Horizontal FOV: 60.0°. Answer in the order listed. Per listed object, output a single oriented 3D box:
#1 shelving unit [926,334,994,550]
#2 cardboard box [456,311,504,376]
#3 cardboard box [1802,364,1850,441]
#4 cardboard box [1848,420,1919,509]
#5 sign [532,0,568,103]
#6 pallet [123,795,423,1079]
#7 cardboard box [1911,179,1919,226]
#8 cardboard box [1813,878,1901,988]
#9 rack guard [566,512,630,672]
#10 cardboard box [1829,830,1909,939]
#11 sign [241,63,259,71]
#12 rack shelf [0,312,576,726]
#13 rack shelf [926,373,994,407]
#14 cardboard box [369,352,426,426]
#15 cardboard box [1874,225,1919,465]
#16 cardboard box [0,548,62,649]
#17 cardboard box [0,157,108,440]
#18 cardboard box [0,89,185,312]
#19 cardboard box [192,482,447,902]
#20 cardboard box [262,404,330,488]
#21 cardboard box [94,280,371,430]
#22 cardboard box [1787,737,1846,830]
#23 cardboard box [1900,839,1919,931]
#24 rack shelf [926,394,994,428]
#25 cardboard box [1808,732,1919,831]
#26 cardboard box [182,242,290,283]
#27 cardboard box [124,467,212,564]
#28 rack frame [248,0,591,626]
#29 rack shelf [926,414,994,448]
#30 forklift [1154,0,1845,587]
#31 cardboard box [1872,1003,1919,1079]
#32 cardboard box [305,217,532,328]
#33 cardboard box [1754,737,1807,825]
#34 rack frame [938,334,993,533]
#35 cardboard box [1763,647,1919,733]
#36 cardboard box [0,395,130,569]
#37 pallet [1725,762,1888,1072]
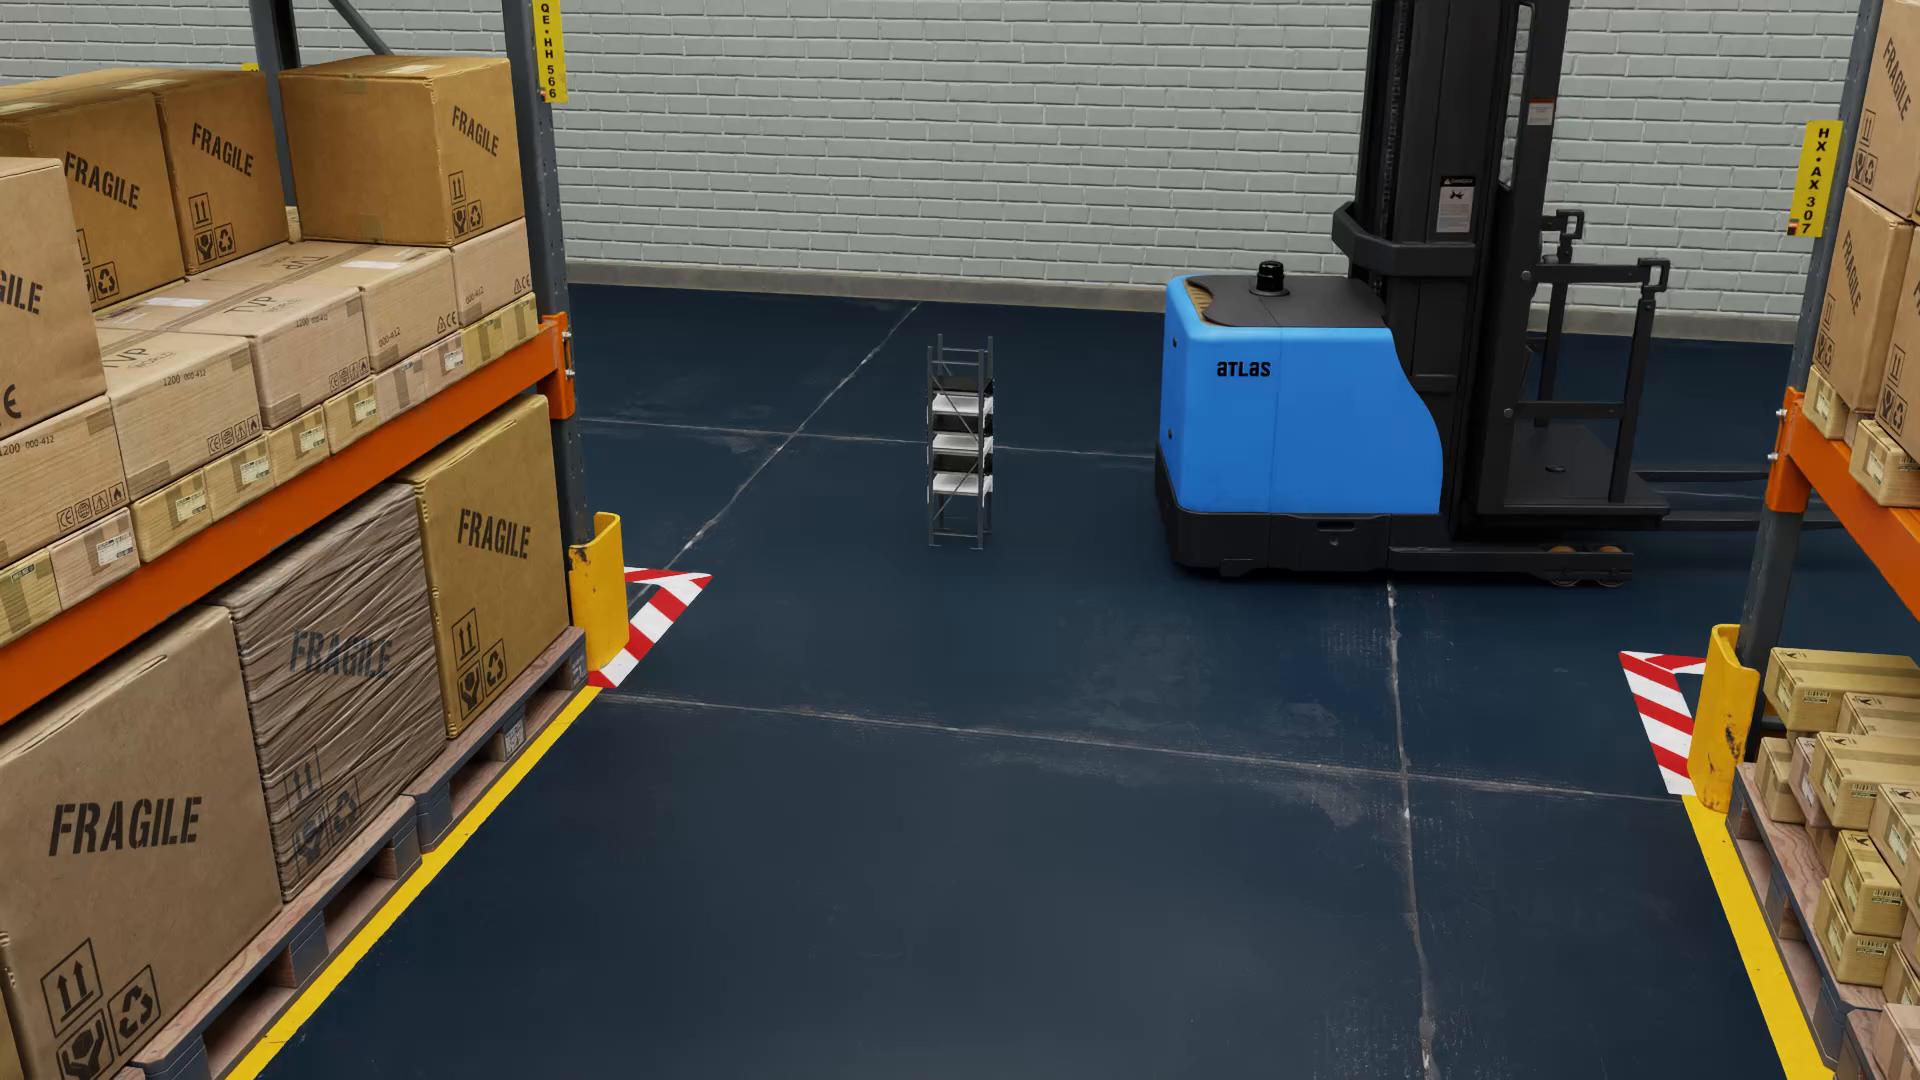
[{"bbox_3d":[0.002,-0.420,7.193,0.258,0.900,0.210,4,22,11],"label":"shelving unit"},{"bbox_3d":[-1.673,-0.631,5.240,0.380,0.149,0.250,5,22,11],"label":"cardboard box"},{"bbox_3d":[2.576,-0.373,4.600,0.380,0.149,0.250,4,22,10],"label":"cardboard box"},{"bbox_3d":[2.458,-0.182,4.127,0.380,0.149,0.250,4,22,9],"label":"cardboard box"},{"bbox_3d":[-1.343,-1.598,5.440,0.100,0.325,0.005,4,22,11],"label":"sign"},{"bbox_3d":[-2.209,1.039,4.491,1.003,0.211,1.213,4,22,11],"label":"pallet"},{"bbox_3d":[2.515,-0.902,3.707,0.500,0.500,0.500,5,22,12],"label":"cardboard box"},{"bbox_3d":[2.366,0.991,4.133,0.380,0.149,0.250,5,22,12],"label":"cardboard box"},{"bbox_3d":[-1.867,0.153,6.304,1.175,0.500,0.348,4,22,11],"label":"rack guard"},{"bbox_3d":[2.372,0.857,4.067,0.380,0.149,0.250,5,23,13],"label":"cardboard box"},{"bbox_3d":[-2.414,-1.480,5.750,0.100,0.325,0.005,4,22,11],"label":"sign"},{"bbox_3d":[-2.280,0.067,4.134,1.077,0.370,4.000,4,22,11],"label":"rack shelf"},{"bbox_3d":[0.002,-0.640,7.104,0.258,0.077,0.200,4,22,11],"label":"rack shelf"},{"bbox_3d":[-1.778,-0.447,4.785,0.380,0.149,0.250,5,22,12],"label":"cardboard box"},{"bbox_3d":[2.517,-0.426,3.865,0.500,0.500,0.500,5,22,11],"label":"cardboard box"},{"bbox_3d":[-2.091,0.117,3.385,0.380,0.149,0.250,4,22,10],"label":"cardboard box"},{"bbox_3d":[-2.130,-0.477,3.321,0.500,0.500,0.500,4,22,9],"label":"cardboard box"},{"bbox_3d":[-2.436,-0.886,4.338,0.500,0.500,0.500,4,22,9],"label":"cardboard box"},{"bbox_3d":[-2.110,0.366,4.711,0.875,0.875,0.875,4,22,11],"label":"cardboard box"},{"bbox_3d":[-1.881,-0.257,4.313,0.380,0.149,0.250,5,22,11],"label":"cardboard box"},{"bbox_3d":[-1.918,-0.497,4.375,0.500,0.250,0.500,4,22,9],"label":"cardboard box"},{"bbox_3d":[2.494,0.675,4.518,0.380,0.149,0.250,4,22,11],"label":"cardboard box"},{"bbox_3d":[2.373,0.825,3.748,0.380,0.149,0.250,5,23,13],"label":"cardboard box"},{"bbox_3d":[0.002,-0.556,7.138,0.258,0.077,0.200,4,22,11],"label":"rack shelf"},{"bbox_3d":[2.409,0.627,4.239,0.380,0.149,0.250,4,22,11],"label":"cardboard box"},{"bbox_3d":[-2.333,-0.721,4.930,0.500,0.250,0.500,4,22,10],"label":"cardboard box"},{"bbox_3d":[-1.985,-0.071,3.852,0.380,0.149,0.250,4,22,9],"label":"cardboard box"},{"bbox_3d":[-1.872,-0.998,5.816,1.000,3.000,0.127,4,22,11],"label":"rack frame"},{"bbox_3d":[0.002,-0.473,7.172,0.258,0.077,0.200,4,22,11],"label":"rack shelf"},{"bbox_3d":[2.414,-1.366,6.821,3.031,2.935,1.130,0,22,1],"label":"forklift"},{"bbox_3d":[2.272,1.176,3.673,0.380,0.149,0.250,3,22,8],"label":"cardboard box"},{"bbox_3d":[-1.711,-0.869,5.298,0.500,0.250,0.500,4,22,10],"label":"cardboard box"},{"bbox_3d":[2.543,0.712,4.824,0.380,0.149,0.250,5,22,12],"label":"cardboard box"},{"bbox_3d":[0.022,-0.458,7.285,0.240,0.900,0.006,4,22,11],"label":"rack frame"},{"bbox_3d":[2.524,0.435,4.717,0.380,0.149,0.250,3,22,8],"label":"cardboard box"},{"bbox_3d":[-2.129,-0.126,3.455,0.500,0.250,0.500,5,22,12],"label":"cardboard box"},{"bbox_3d":[2.747,1.033,4.506,1.003,0.211,1.213,4,22,11],"label":"pallet"}]
